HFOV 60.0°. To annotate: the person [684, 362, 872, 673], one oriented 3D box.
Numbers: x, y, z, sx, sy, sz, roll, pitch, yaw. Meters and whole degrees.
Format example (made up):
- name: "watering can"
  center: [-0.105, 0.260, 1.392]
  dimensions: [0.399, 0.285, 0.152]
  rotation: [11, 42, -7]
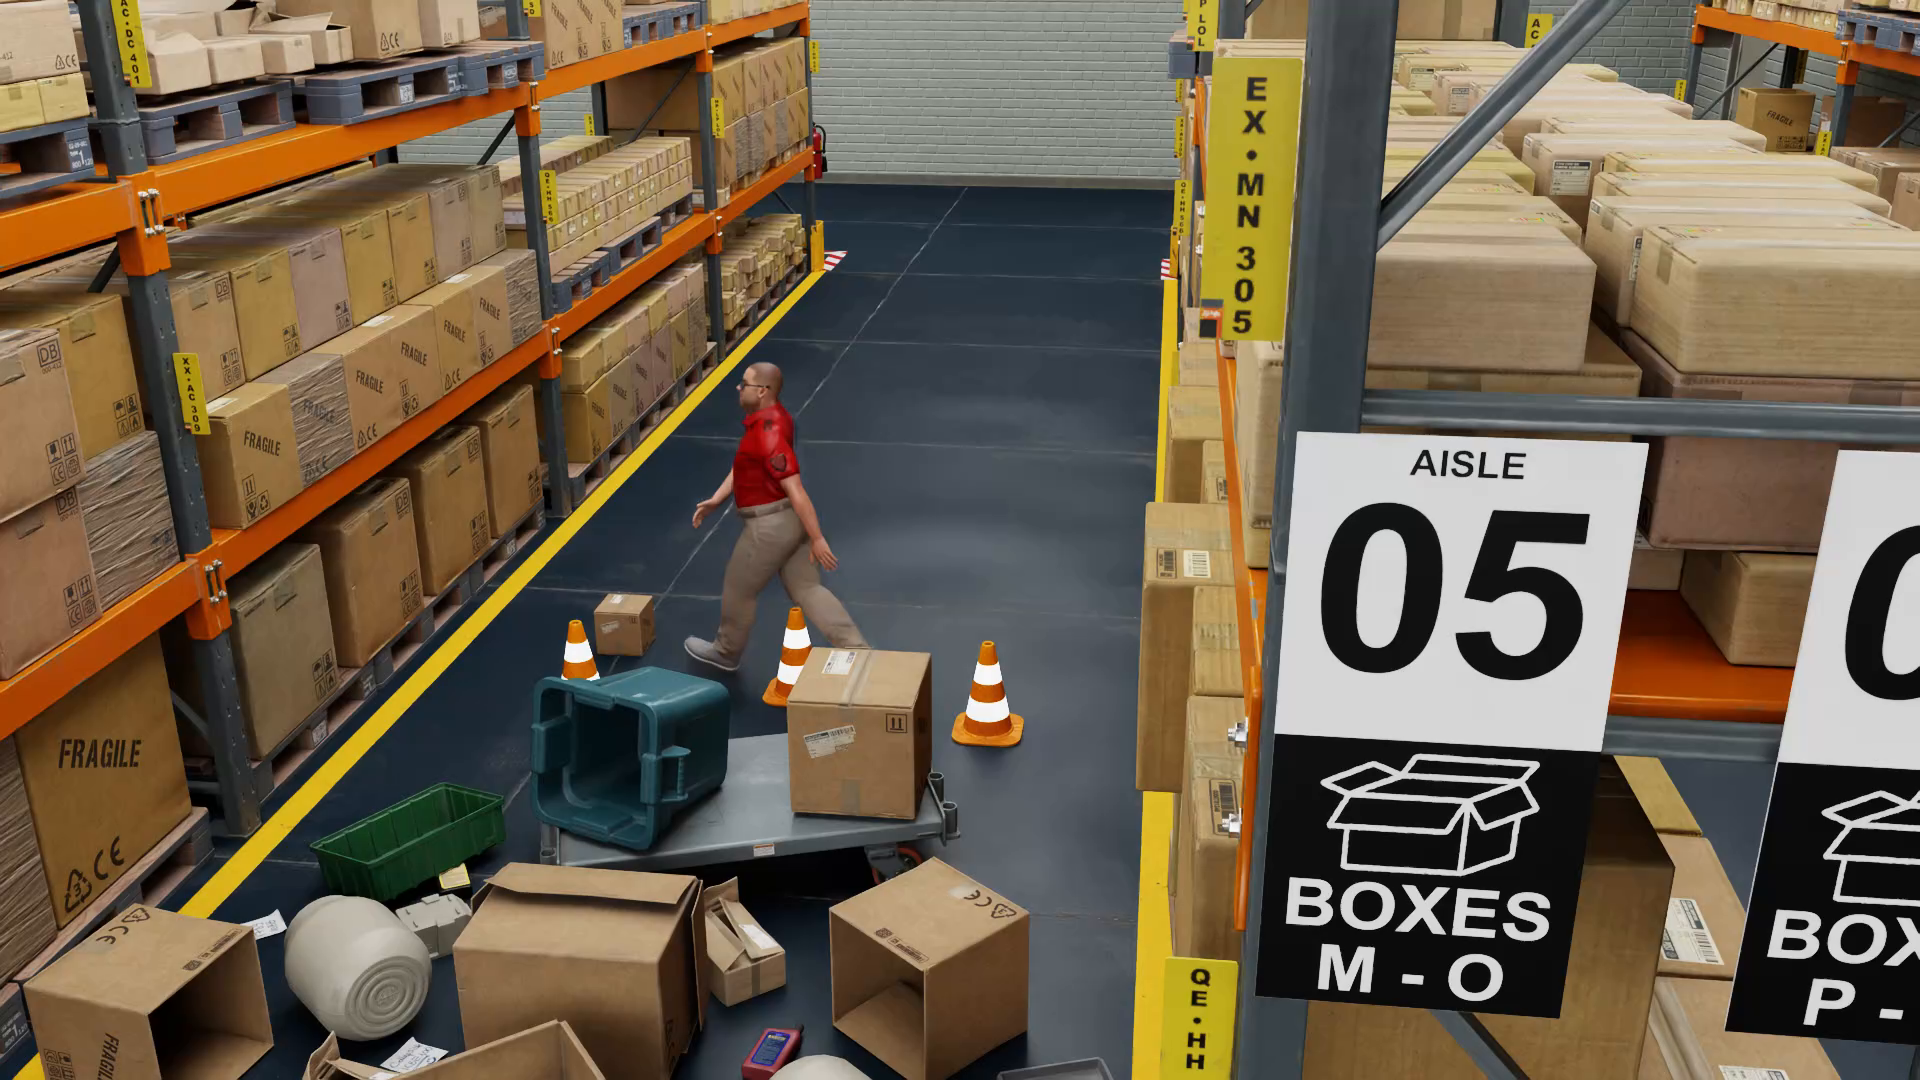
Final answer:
- name: "person"
  center: [-0.940, -0.073, 8.335]
  dimensions: [1.075, 1.665, 0.525]
  rotation: [5, 22, 13]
